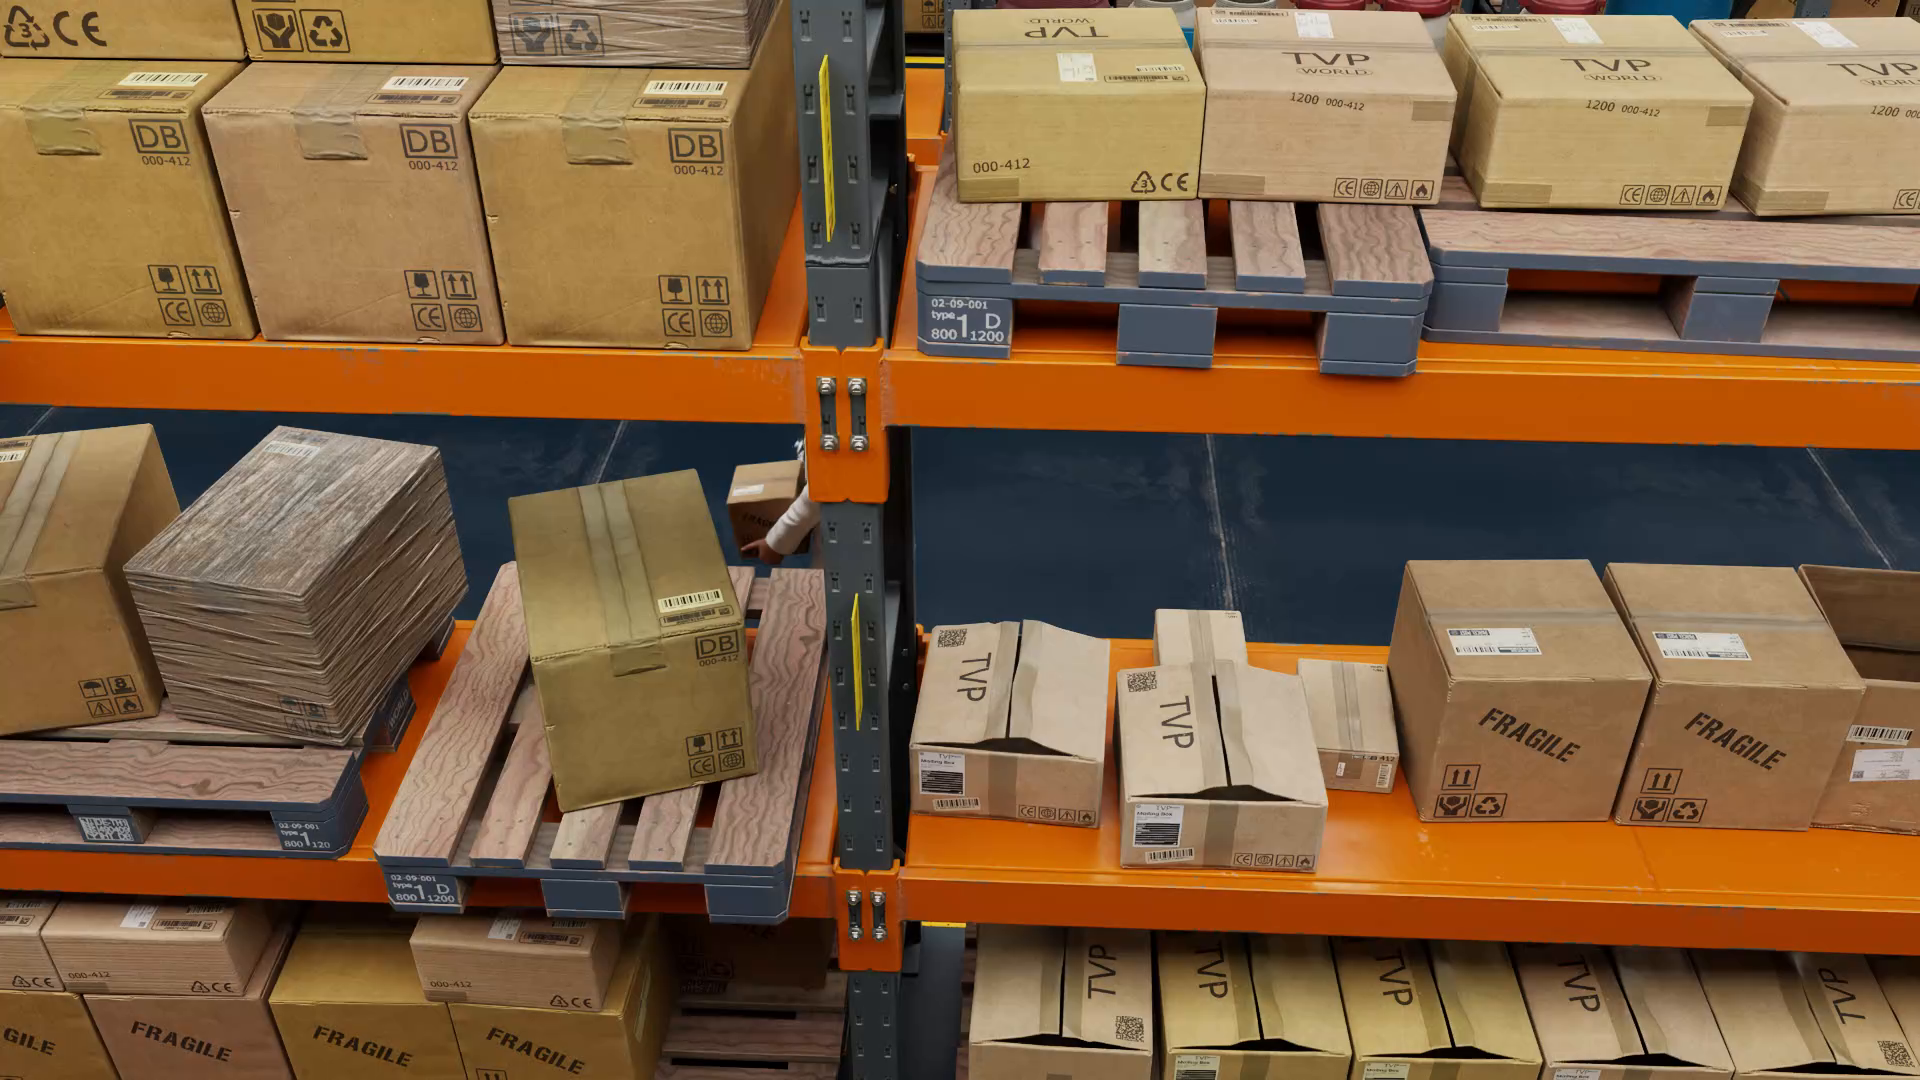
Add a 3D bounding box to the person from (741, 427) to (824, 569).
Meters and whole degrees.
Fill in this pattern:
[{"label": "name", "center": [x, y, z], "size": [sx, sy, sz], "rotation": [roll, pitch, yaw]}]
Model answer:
[{"label": "person", "center": [-0.508, 0.018, 6.136], "size": [0.556, 1.780, 0.526], "rotation": [1, 35, 1]}]
